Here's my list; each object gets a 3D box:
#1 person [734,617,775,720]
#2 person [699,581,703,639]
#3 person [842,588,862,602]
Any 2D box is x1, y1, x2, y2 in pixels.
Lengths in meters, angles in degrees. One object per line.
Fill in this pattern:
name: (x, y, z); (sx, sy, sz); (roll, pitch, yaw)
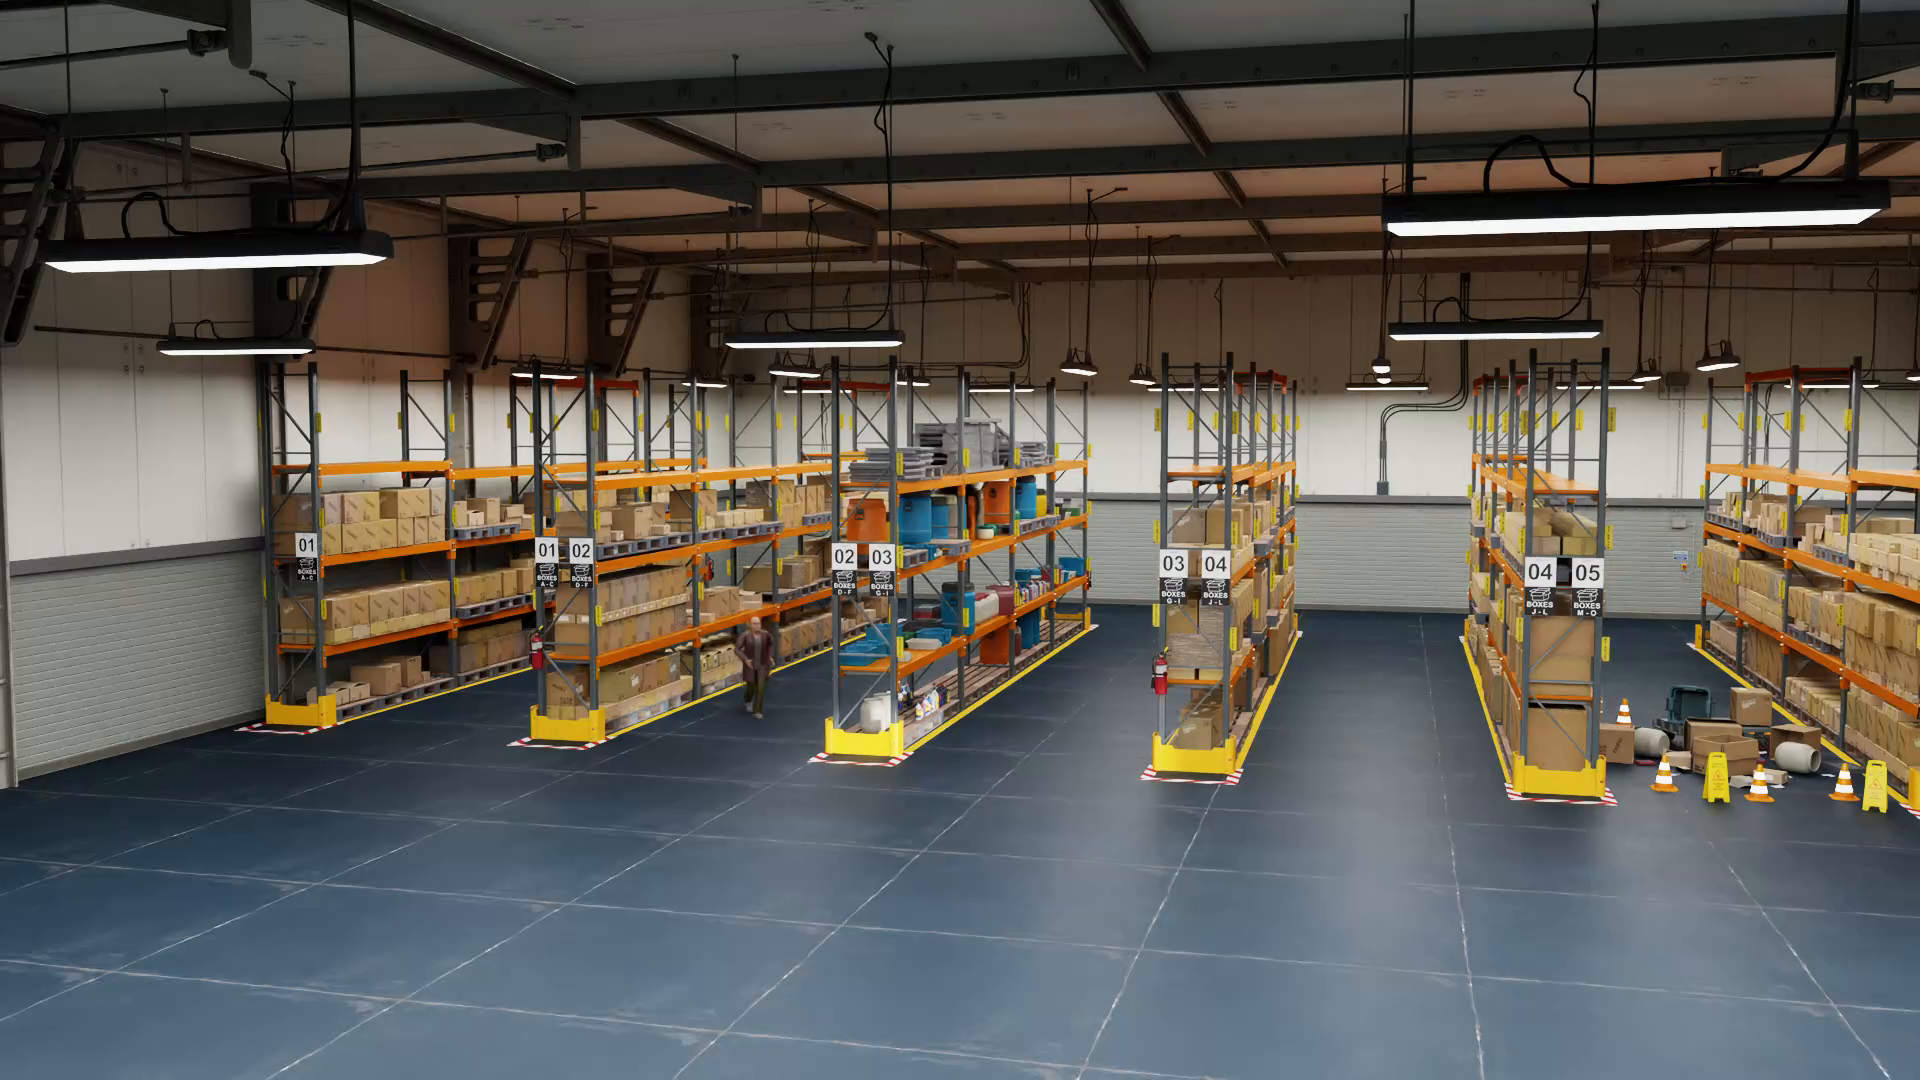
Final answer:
person: (-3.516, 2.152, 28.310); (0.711, 1.734, 0.852); (-1, 4, -19)
person: (-5.636, 1.678, 35.961); (0.578, 1.625, 0.616); (0, 4, 1)
person: (-2.797, 1.107, 43.209); (0.951, 1.735, 0.673); (1, 4, 14)
